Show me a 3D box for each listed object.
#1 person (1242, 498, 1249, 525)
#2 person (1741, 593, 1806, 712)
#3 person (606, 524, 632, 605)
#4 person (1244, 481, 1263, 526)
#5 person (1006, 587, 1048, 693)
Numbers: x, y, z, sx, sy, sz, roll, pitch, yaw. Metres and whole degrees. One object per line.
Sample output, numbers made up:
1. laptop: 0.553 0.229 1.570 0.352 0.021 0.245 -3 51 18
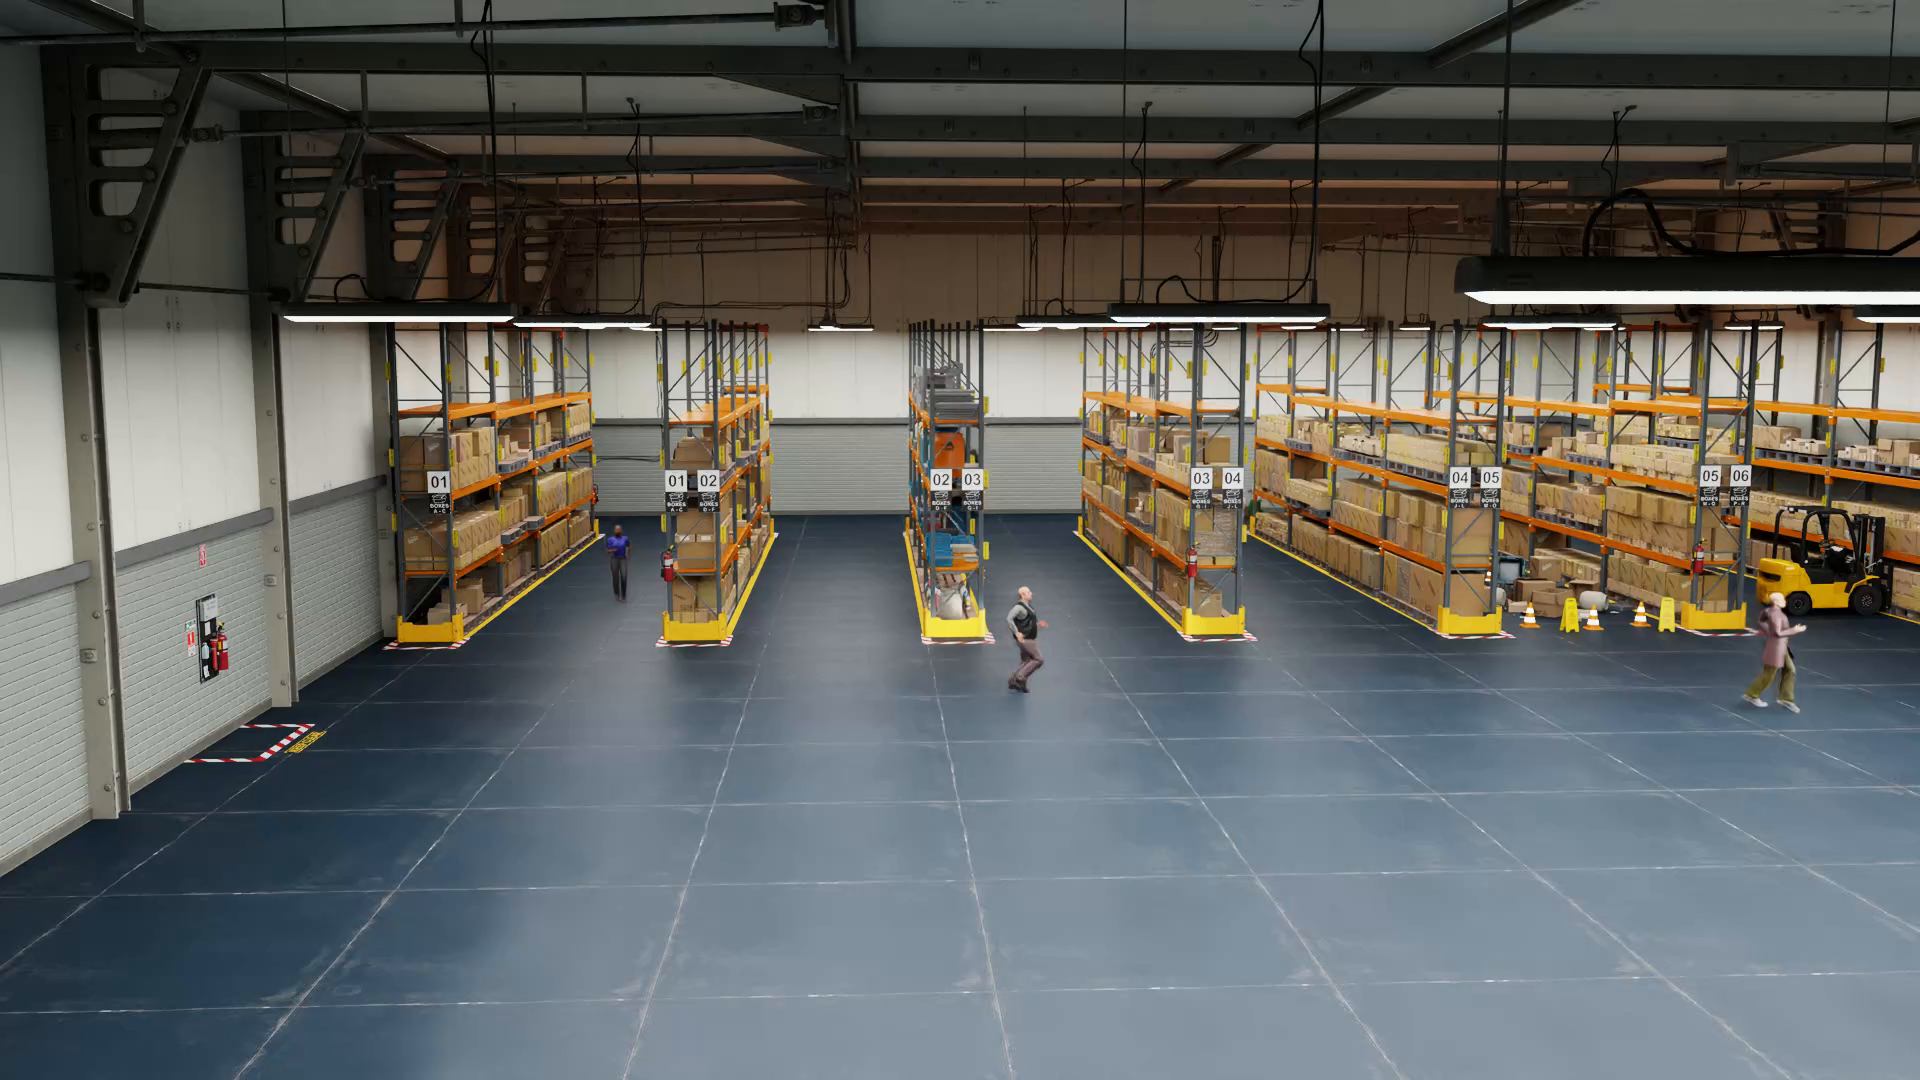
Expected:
1. person: 7.439 -0.583 44.494 0.577 1.679 0.612 0 7 0
2. person: 12.408 1.707 25.333 0.831 1.831 0.685 4 8 30
3. person: -7.284 0.523 35.531 0.556 1.715 0.714 -2 7 -13
4. person: 8.763 -1.229 49.246 0.803 1.765 0.791 1 7 6
5. person: 1.078 1.593 26.590 0.663 1.692 0.634 2 7 13
